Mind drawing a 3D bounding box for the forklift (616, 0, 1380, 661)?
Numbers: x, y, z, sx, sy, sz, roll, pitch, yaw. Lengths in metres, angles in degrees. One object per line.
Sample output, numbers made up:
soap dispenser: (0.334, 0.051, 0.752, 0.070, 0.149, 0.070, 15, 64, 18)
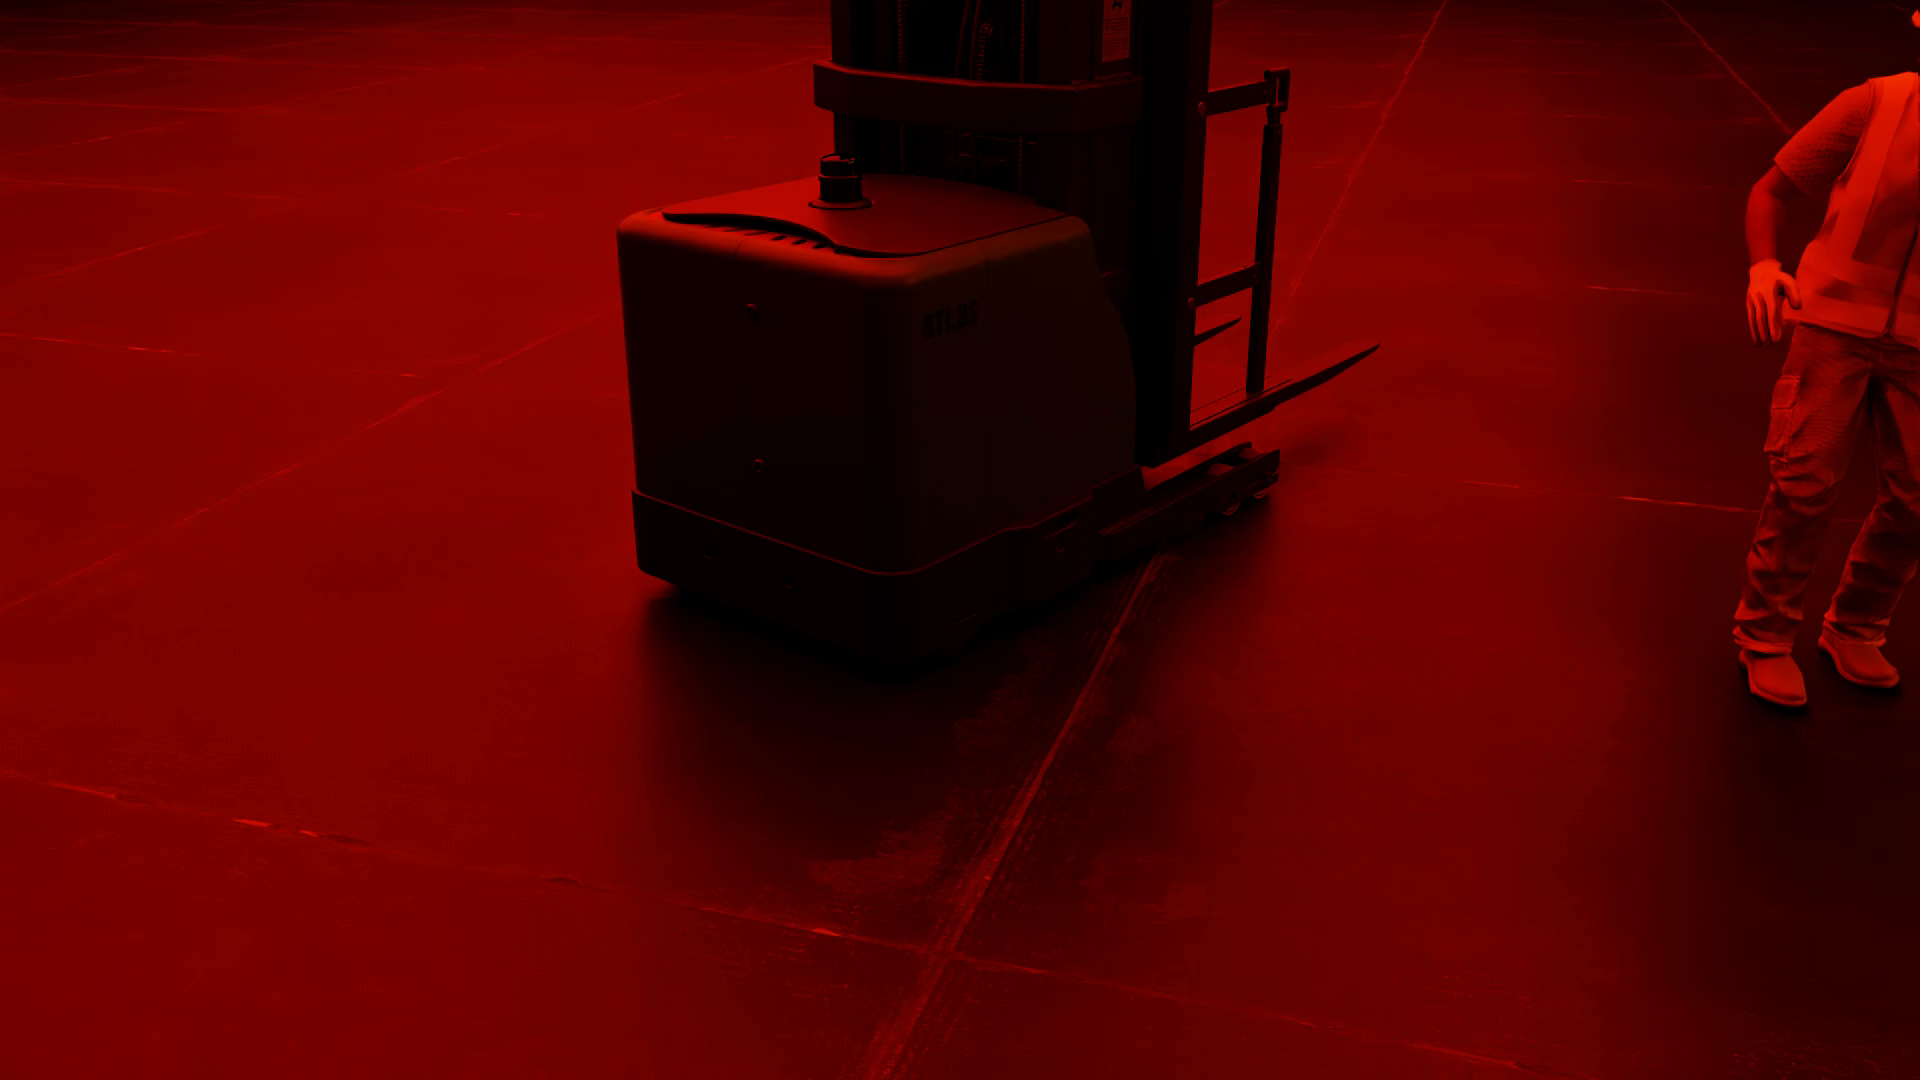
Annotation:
forklift: (0.395, -1.539, 5.008, 1.130, 2.935, 3.031, 17, 28, 36)

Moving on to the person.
person: (2.241, -0.445, 3.936, 0.768, 1.737, 0.521, 7, 24, 17)
